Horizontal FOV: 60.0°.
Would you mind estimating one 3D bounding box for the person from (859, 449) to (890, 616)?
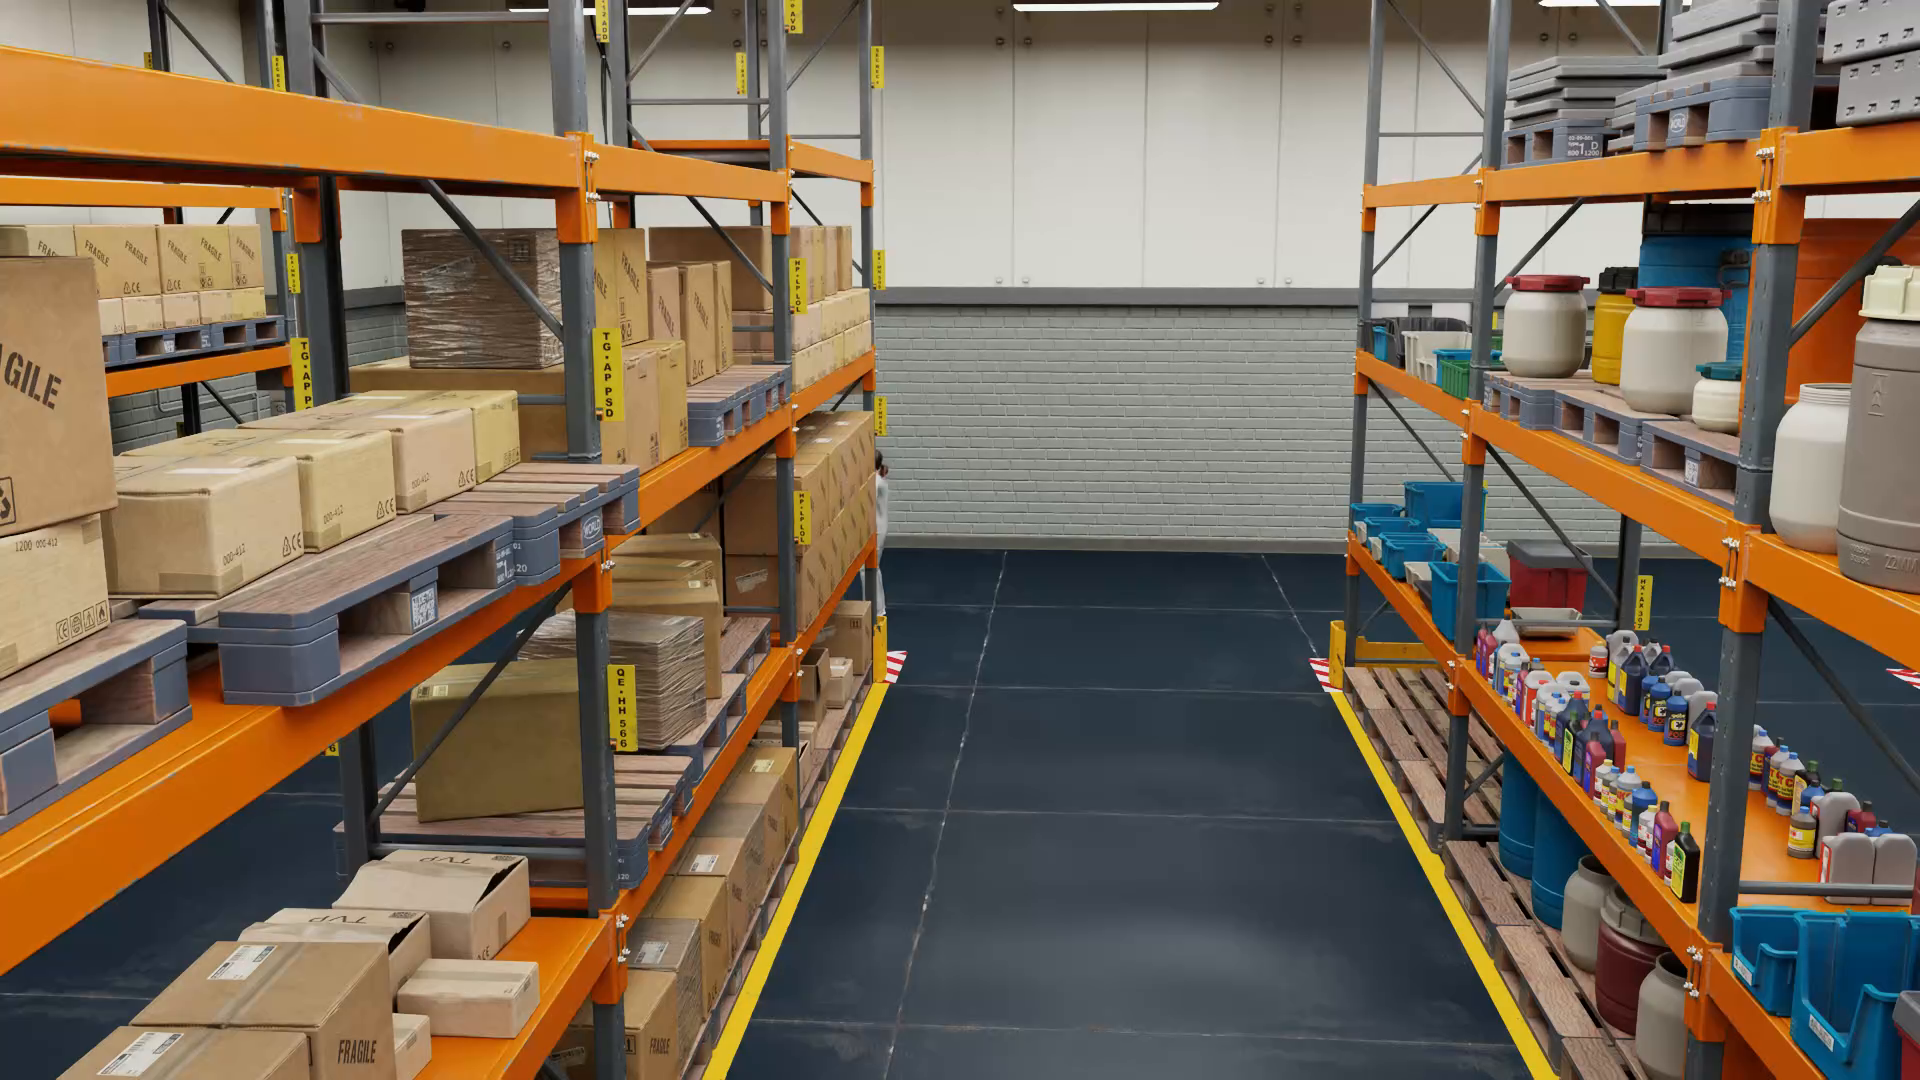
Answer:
[{"bbox_3d":[-0.908,-0.051,16.239,0.426,1.657,0.465,1,11,3],"label":"person"}]
